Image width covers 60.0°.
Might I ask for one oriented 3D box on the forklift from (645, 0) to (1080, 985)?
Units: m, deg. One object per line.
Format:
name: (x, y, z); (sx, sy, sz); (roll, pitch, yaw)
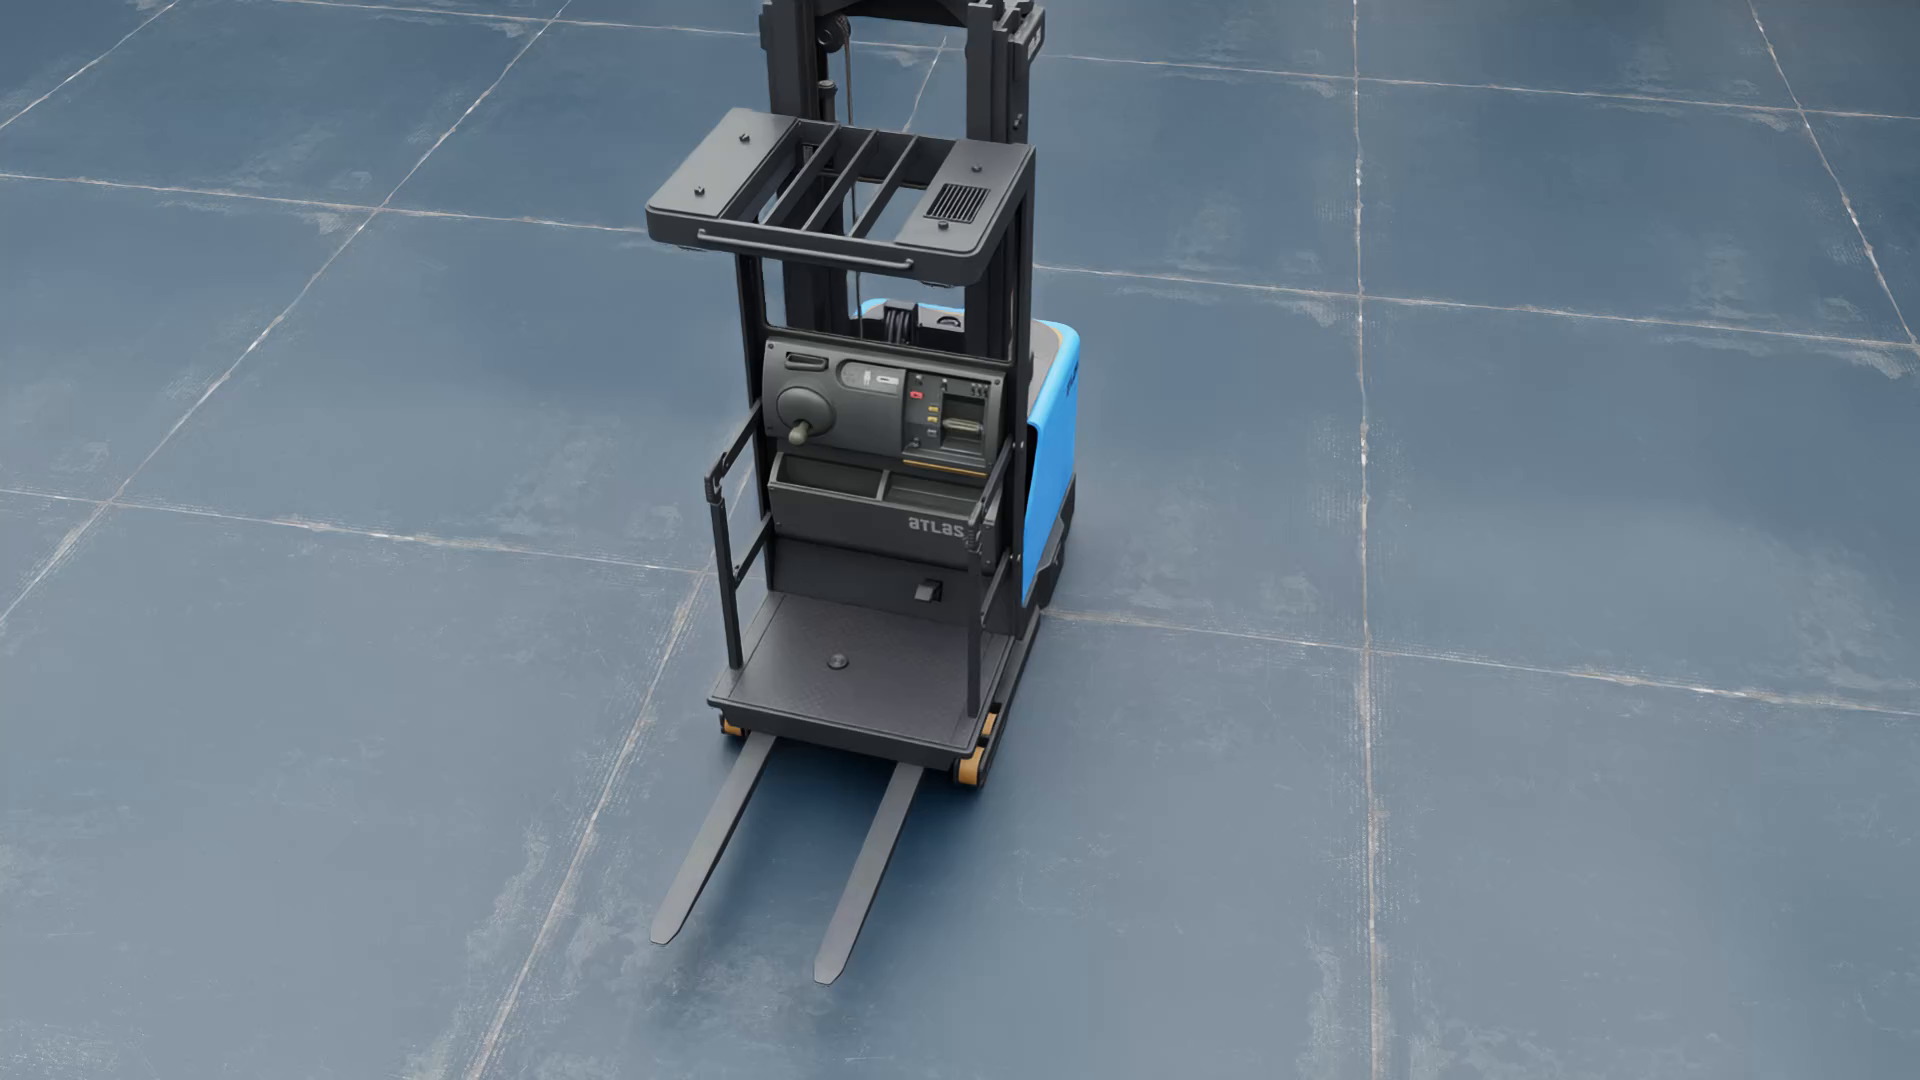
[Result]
forklift: (-0.351, -0.428, 6.064); (1.130, 2.935, 3.031); (10, 41, 12)
